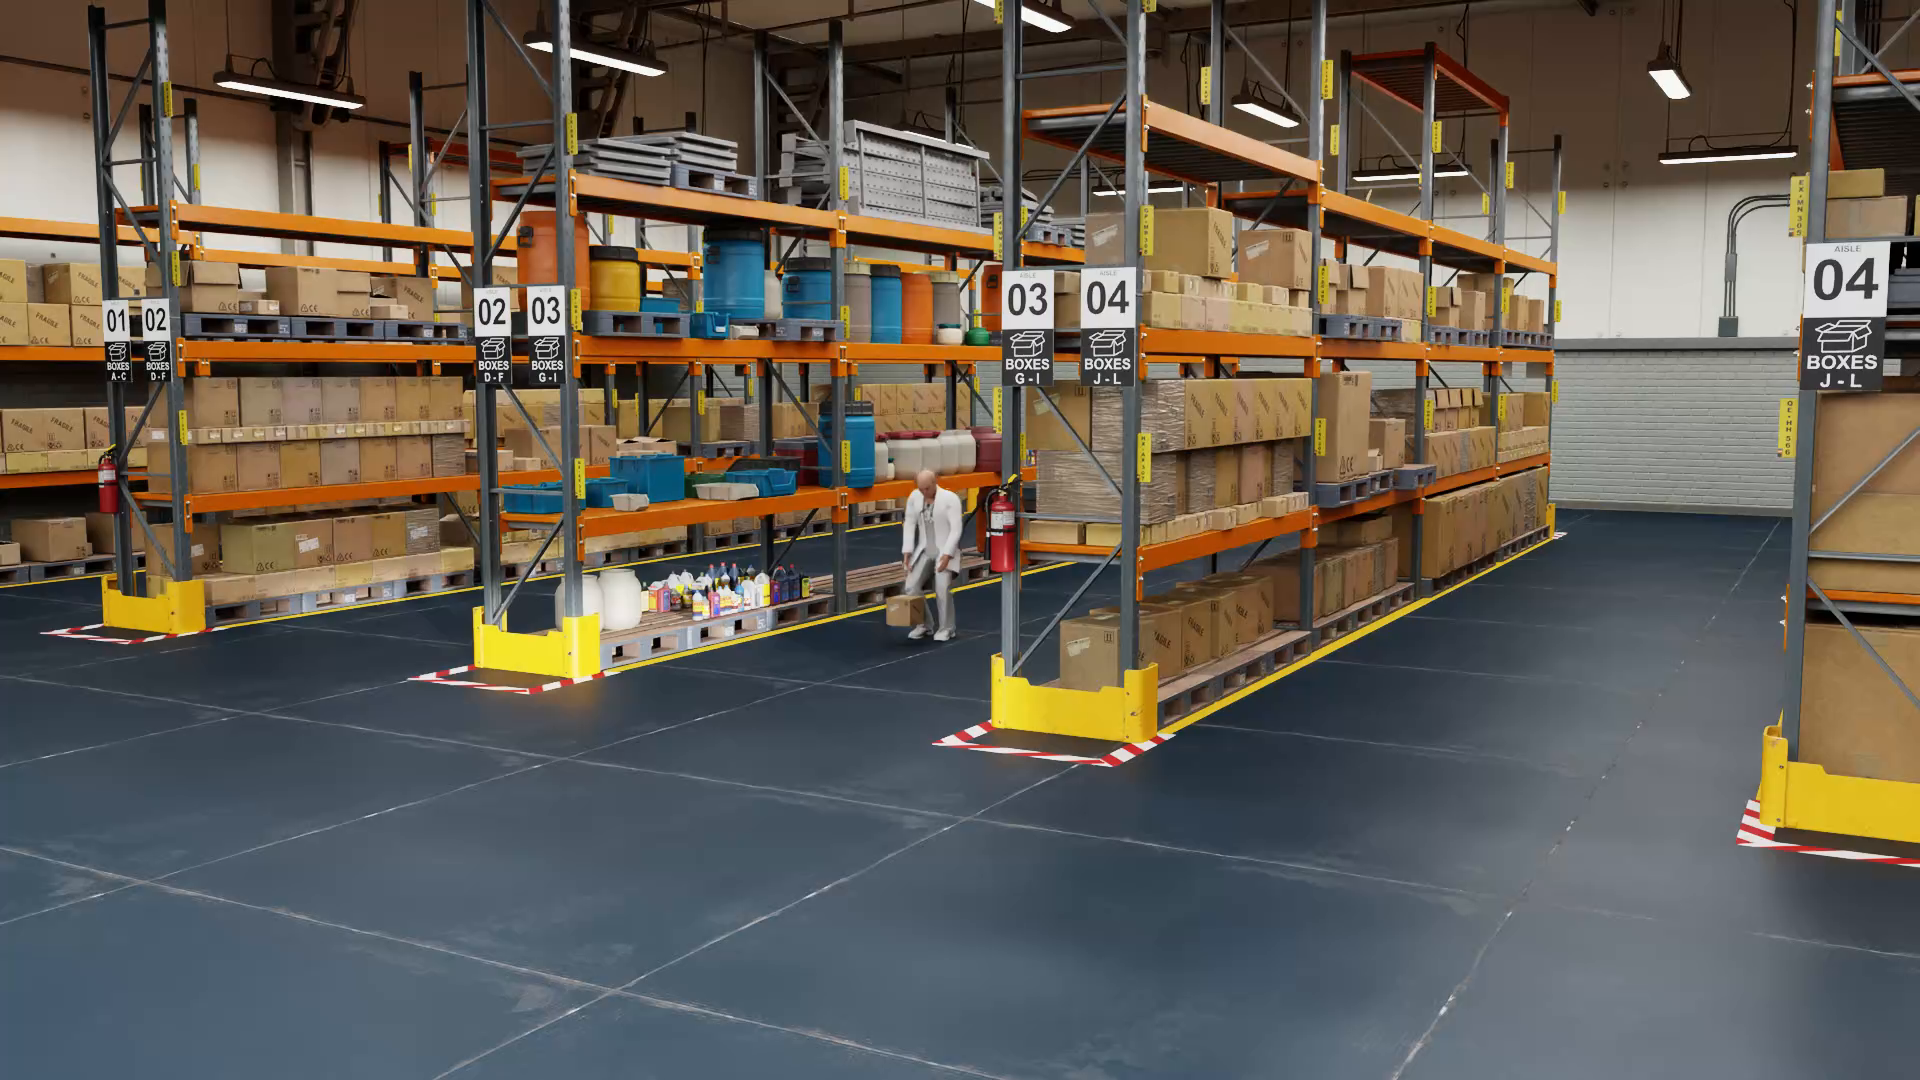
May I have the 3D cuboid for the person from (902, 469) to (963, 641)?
[{"bbox_3d":[-0.235,0.133,15.623,0.619,1.612,0.564,3,7,29],"label":"person"}]
